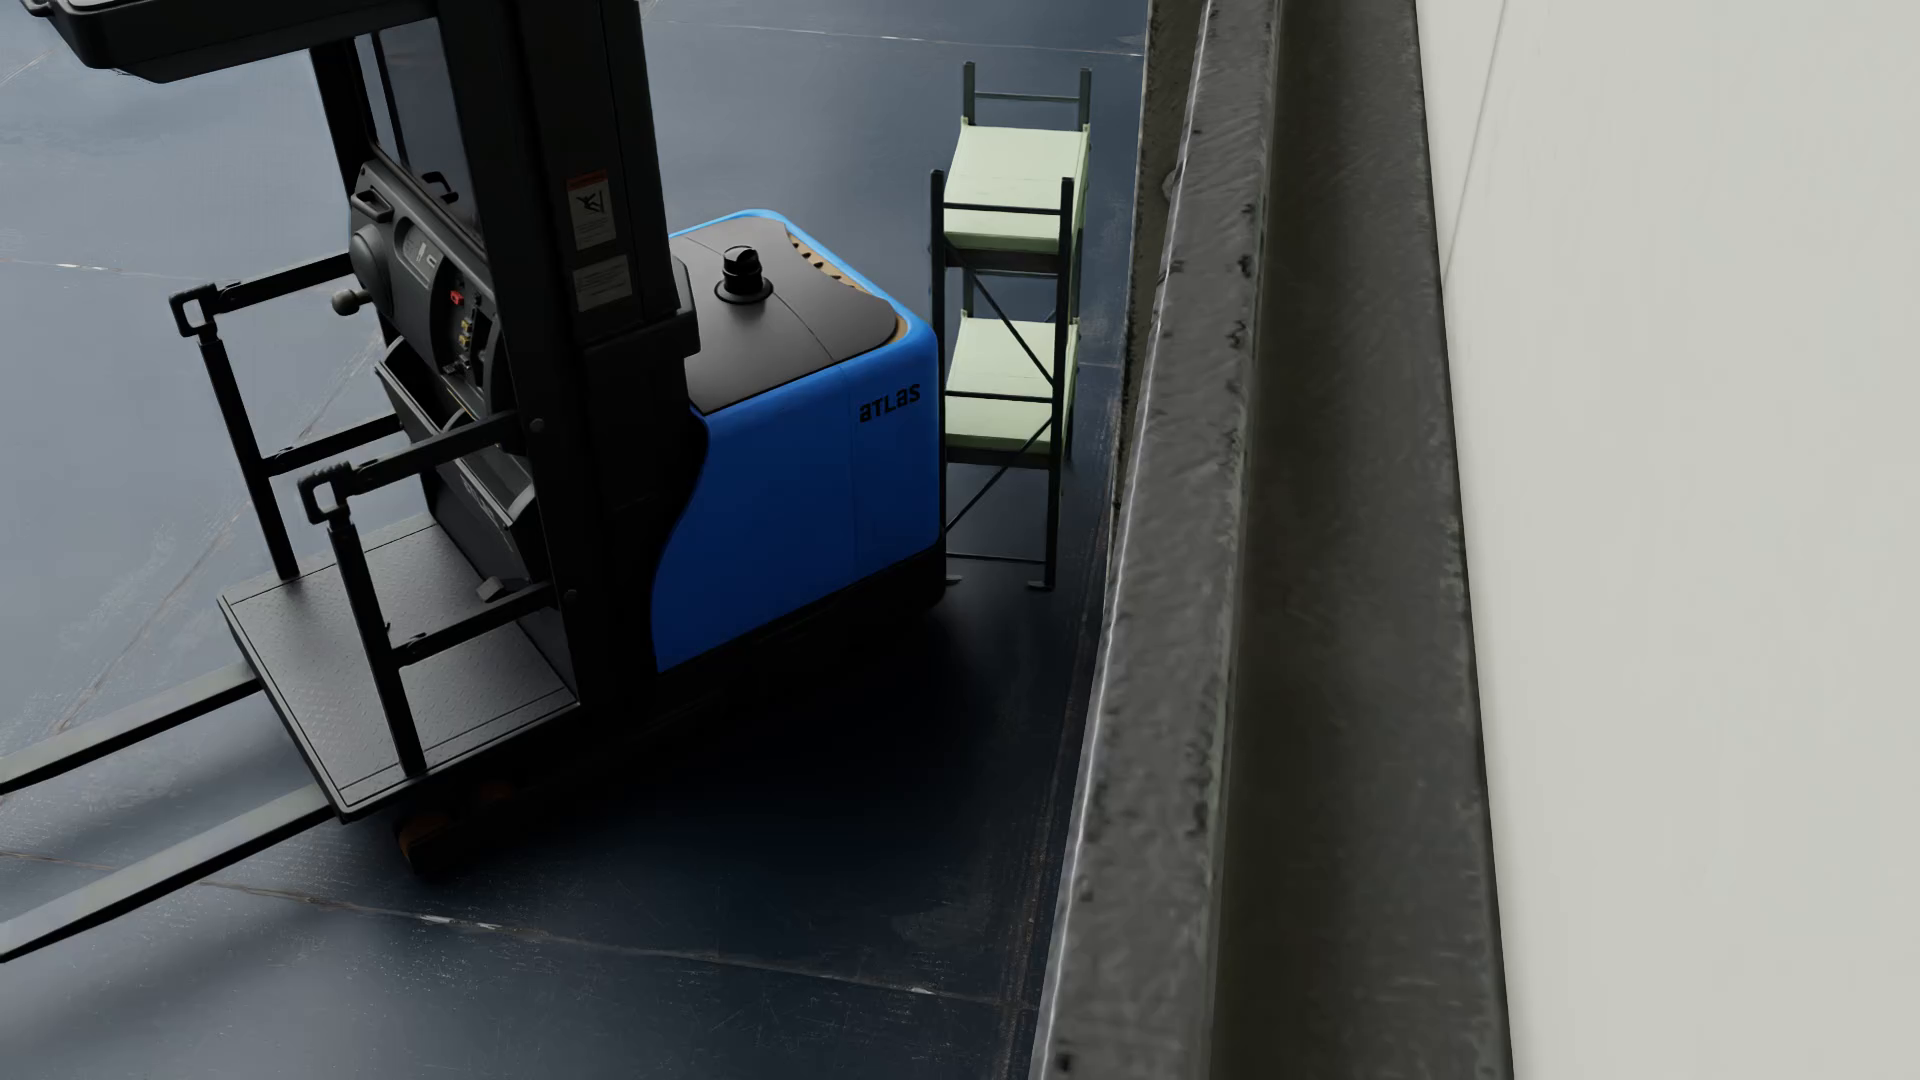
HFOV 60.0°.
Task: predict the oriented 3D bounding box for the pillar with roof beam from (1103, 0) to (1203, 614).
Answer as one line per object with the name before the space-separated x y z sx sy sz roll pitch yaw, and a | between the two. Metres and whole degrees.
pillar with roof beam | -3.784 -2.707 1.962 9.100 9.000 0.400 6 40 8

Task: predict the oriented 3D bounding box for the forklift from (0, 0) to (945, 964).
forklift | -1.537 -0.595 4.170 3.031 2.935 1.130 -25 46 -27

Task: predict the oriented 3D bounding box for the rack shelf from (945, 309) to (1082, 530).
rack shelf | 0.164 -0.416 5.588 0.431 0.370 0.720 5 40 6

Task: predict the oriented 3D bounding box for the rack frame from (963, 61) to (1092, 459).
rack frame | 0.210 -0.899 5.660 0.400 1.500 0.023 5 40 6

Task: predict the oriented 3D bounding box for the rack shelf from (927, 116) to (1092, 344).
rack shelf | 0.164 -0.968 5.132 0.431 0.370 0.720 5 40 6

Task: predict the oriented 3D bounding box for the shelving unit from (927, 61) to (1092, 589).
shelving unit | 0.164 -0.668 5.380 0.431 1.500 0.755 5 40 6

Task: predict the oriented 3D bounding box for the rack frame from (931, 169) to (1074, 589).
rack frame | 0.118 -0.436 5.101 0.400 1.500 0.023 5 40 6
